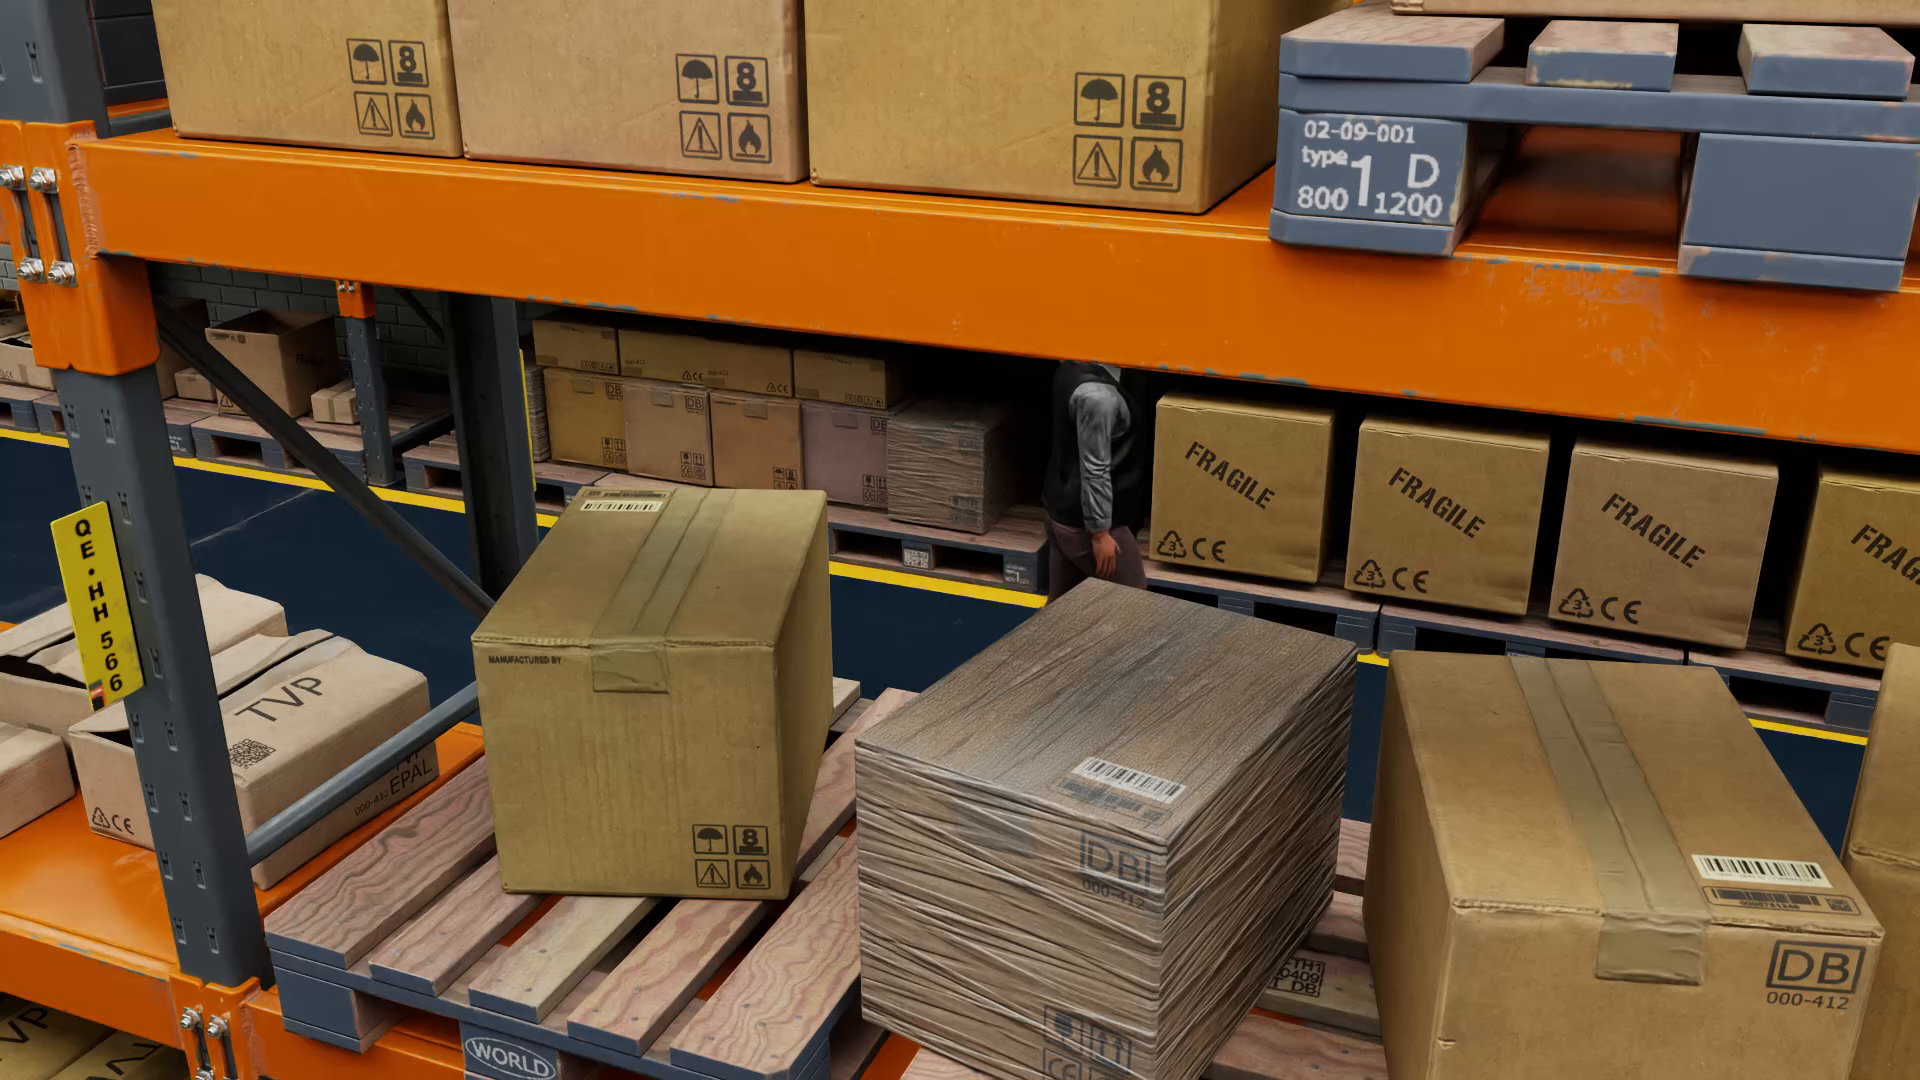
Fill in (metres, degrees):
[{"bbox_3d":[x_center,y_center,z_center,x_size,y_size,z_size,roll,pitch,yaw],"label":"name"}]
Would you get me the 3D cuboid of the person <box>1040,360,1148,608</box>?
[{"bbox_3d":[0.470,-0.015,6.281,0.488,1.458,0.559,-3,22,-7],"label":"person"}]
